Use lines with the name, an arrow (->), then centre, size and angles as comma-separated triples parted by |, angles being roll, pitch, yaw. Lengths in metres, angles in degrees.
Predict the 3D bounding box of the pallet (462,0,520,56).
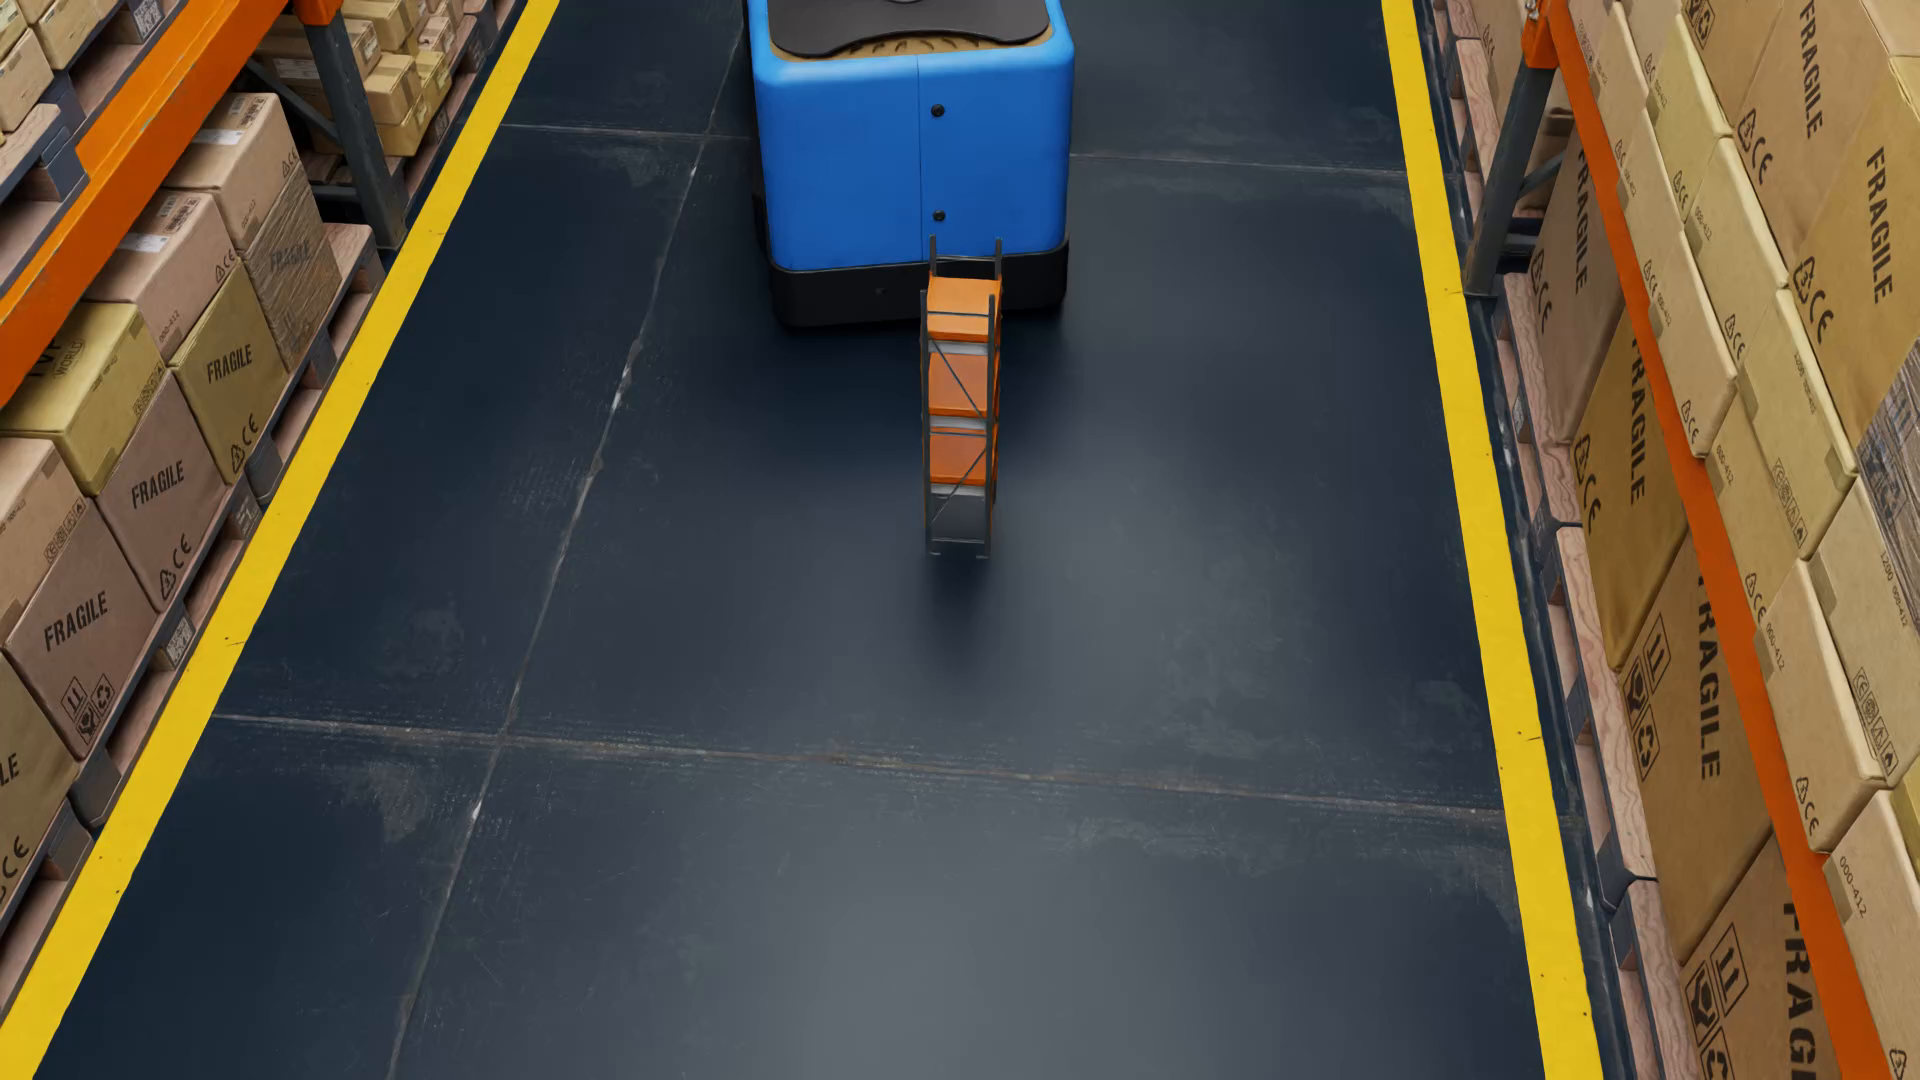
pallet -> -2.464, -2.622, 7.505 | 1.003, 0.211, 1.213 | 4, 48, 4

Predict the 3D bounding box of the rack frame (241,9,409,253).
rack frame -> -2.599, -2.169, 5.201 | 1.000, 3.000, 0.127 | 4, 48, 4

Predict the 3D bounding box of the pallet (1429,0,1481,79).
pallet -> 2.596, -2.421, 7.322 | 1.003, 0.211, 1.213 | 4, 48, 4

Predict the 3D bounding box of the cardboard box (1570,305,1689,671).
cardboard box -> 2.288, -0.209, 4.564 | 0.875, 0.875, 0.875 | 5, 48, 5

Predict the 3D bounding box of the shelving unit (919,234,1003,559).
shelving unit -> 0.005, -0.394, 4.899 | 0.215, 1.050, 0.252 | 4, 48, 4

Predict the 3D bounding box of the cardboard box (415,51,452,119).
cardboard box -> -2.221, -1.790, 6.501 | 0.380, 0.149, 0.250 | 5, 48, 5

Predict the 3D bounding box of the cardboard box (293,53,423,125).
cardboard box -> -2.247, -1.693, 6.212 | 0.380, 0.149, 0.250 | 6, 48, 5

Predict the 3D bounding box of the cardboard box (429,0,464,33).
cardboard box -> -2.277, -2.166, 6.845 | 0.380, 0.149, 0.250 | 3, 48, 3

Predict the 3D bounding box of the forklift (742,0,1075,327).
forklift -> -0.318, -2.836, 5.857 | 1.130, 2.935, 3.031 | -5, 48, -5

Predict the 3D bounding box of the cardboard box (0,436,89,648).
cardboard box -> -2.555, -0.006, 4.124 | 0.500, 0.250, 0.500 | 4, 48, 4

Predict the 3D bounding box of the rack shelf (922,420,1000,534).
rack shelf -> 0.005, -0.199, 5.111 | 0.215, 0.259, 0.240 | 4, 48, 4

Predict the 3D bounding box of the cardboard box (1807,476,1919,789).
cardboard box -> 1.809, 0.161, 2.833 | 0.500, 0.250, 0.500 | 3, 48, 3

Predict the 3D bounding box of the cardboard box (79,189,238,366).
cardboard box -> -2.475, -0.779, 4.831 | 0.500, 0.250, 0.500 | 6, 48, 5

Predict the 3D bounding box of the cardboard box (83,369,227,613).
cardboard box -> -2.514, -0.152, 4.766 | 0.500, 0.500, 0.500 | 3, 48, 3

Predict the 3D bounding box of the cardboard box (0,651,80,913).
cardboard box -> -2.603, 0.600, 4.078 | 0.500, 0.500, 0.500 | 4, 48, 4

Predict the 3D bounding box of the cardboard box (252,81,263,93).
cardboard box -> -2.902, -1.659, 6.382 | 0.380, 0.149, 0.250 | 4, 48, 4

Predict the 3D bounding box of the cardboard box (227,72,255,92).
cardboard box -> -2.887, -1.701, 6.219 | 0.380, 0.149, 0.250 | 5, 48, 4

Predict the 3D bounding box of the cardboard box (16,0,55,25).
cardboard box -> -2.507, -1.443, 4.221 | 0.380, 0.149, 0.250 | 2, 48, 2

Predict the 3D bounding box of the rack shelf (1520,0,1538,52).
rack shelf -> 2.522, -3.137, 6.574 | 1.077, 0.370, 4.000 | 4, 48, 4

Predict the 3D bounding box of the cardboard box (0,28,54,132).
cardboard box -> -2.528, -1.158, 4.162 | 0.380, 0.149, 0.250 | 2, 48, 2

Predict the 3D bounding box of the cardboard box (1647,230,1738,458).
cardboard box -> 1.874, -0.431, 3.713 | 0.500, 0.250, 0.500 | 3, 48, 3

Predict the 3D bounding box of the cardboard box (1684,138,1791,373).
cardboard box -> 1.883, -0.598, 3.527 | 0.500, 0.250, 0.500 | 3, 48, 2

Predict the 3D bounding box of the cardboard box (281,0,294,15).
cardboard box -> -2.868, -2.099, 6.583 | 0.380, 0.149, 0.250 | 2, 48, 2

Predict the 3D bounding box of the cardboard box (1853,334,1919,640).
cardboard box -> 1.800, -0.117, 2.579 | 0.500, 0.500, 0.500 | 5, 48, 4

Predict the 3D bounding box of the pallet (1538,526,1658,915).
pallet -> 2.236, 0.502, 4.648 | 1.003, 0.211, 1.213 | 4, 48, 4

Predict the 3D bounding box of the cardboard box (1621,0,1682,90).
cardboard box -> 1.999, -1.339, 4.204 | 0.500, 0.250, 0.500 | 5, 48, 4

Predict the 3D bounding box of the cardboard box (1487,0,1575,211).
cardboard box -> 2.504, -1.641, 6.170 | 0.875, 0.438, 0.875 | 3, 48, 3

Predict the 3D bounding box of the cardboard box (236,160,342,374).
cardboard box -> -2.415, -0.906, 5.455 | 0.500, 0.500, 0.500 | 3, 48, 3

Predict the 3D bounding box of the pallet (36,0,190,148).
pallet -> -2.813, -1.552, 4.767 | 1.003, 0.211, 1.213 | 4, 48, 4

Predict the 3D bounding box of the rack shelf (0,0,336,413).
rack shelf -> -2.781, -0.456, 4.122 | 1.077, 0.370, 4.000 | 4, 48, 4

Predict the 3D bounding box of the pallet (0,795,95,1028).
pallet -> -2.891, 1.138, 4.066 | 1.003, 0.211, 1.213 | 4, 48, 4

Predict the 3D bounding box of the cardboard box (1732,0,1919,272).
cardboard box -> 1.906, -0.853, 3.252 | 0.500, 0.500, 0.500 | 3, 48, 3

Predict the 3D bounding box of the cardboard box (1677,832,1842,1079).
cardboard box -> 2.121, 1.103, 3.364 | 0.875, 0.875, 0.875 | 3, 48, 3

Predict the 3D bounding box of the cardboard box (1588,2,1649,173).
cardboard box -> 1.991, -1.173, 4.392 | 0.500, 0.250, 0.500 | 3, 48, 3

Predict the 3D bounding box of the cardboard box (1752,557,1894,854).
cardboard box -> 1.794, 0.314, 3.031 | 0.500, 0.250, 0.500 | 5, 48, 4

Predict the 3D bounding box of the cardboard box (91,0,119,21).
cardboard box -> -2.486, -1.547, 4.517 | 0.380, 0.149, 0.250 | 4, 48, 3

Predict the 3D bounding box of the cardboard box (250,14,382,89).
cardboard box -> -2.361, -1.788, 6.097 | 0.380, 0.149, 0.250 | 6, 48, 5

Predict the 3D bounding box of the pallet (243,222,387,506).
pallet -> -2.668, -0.655, 5.706 | 1.003, 0.211, 1.213 | 4, 48, 4

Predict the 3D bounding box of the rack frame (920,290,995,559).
rack frame -> -0.006, -0.304, 4.817 | 0.200, 1.050, 0.008 | 4, 48, 4

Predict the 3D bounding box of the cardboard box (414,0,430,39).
cardboard box -> -2.327, -2.067, 6.553 | 0.380, 0.149, 0.250 | 4, 48, 3

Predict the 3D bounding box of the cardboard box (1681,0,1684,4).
cardboard box -> 1.995, -1.601, 3.937 | 0.500, 0.500, 0.500 | 4, 48, 3
